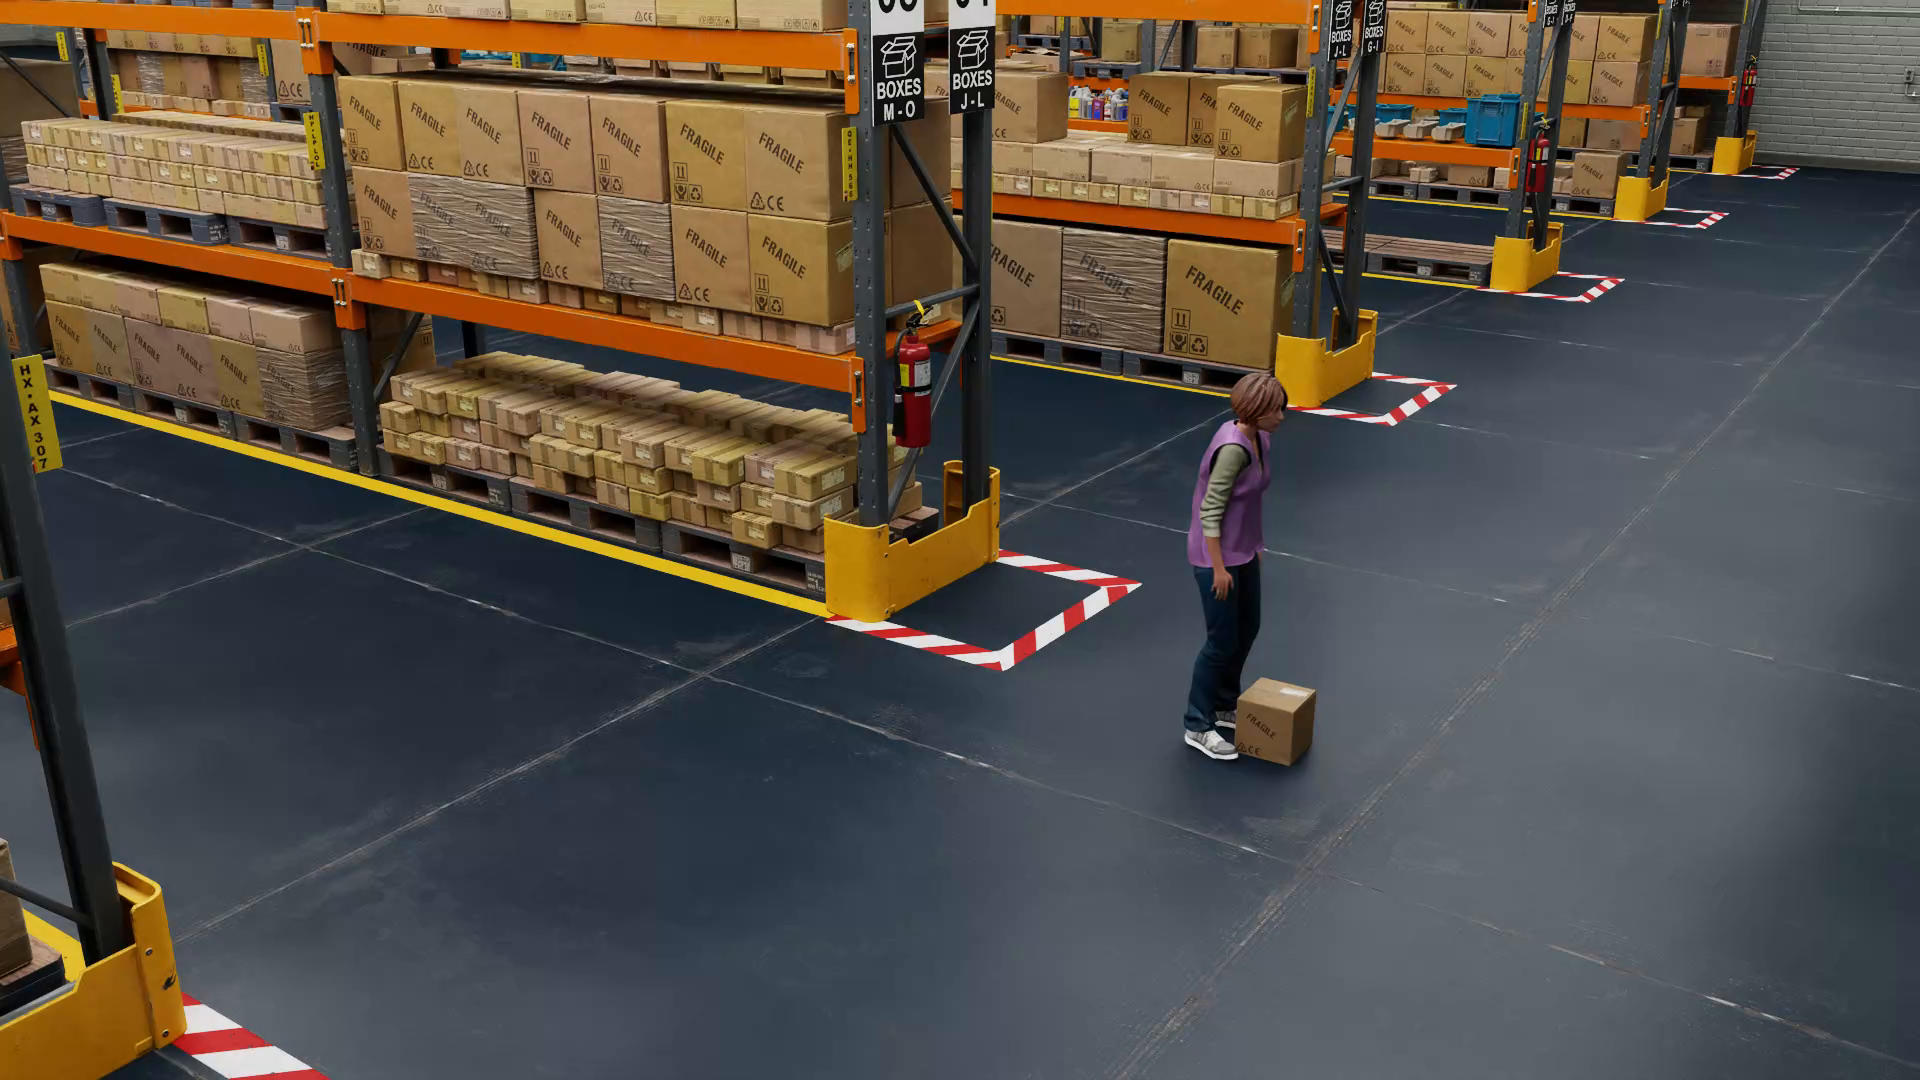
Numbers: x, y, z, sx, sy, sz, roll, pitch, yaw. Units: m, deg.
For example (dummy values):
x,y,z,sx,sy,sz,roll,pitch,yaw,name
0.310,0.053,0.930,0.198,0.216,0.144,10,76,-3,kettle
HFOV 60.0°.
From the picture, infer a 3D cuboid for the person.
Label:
x,y,z,sx,sy,sz,roll,pitch,yaw,name
1.121,0.086,6.858,0.347,1.592,0.481,12,23,29,person
